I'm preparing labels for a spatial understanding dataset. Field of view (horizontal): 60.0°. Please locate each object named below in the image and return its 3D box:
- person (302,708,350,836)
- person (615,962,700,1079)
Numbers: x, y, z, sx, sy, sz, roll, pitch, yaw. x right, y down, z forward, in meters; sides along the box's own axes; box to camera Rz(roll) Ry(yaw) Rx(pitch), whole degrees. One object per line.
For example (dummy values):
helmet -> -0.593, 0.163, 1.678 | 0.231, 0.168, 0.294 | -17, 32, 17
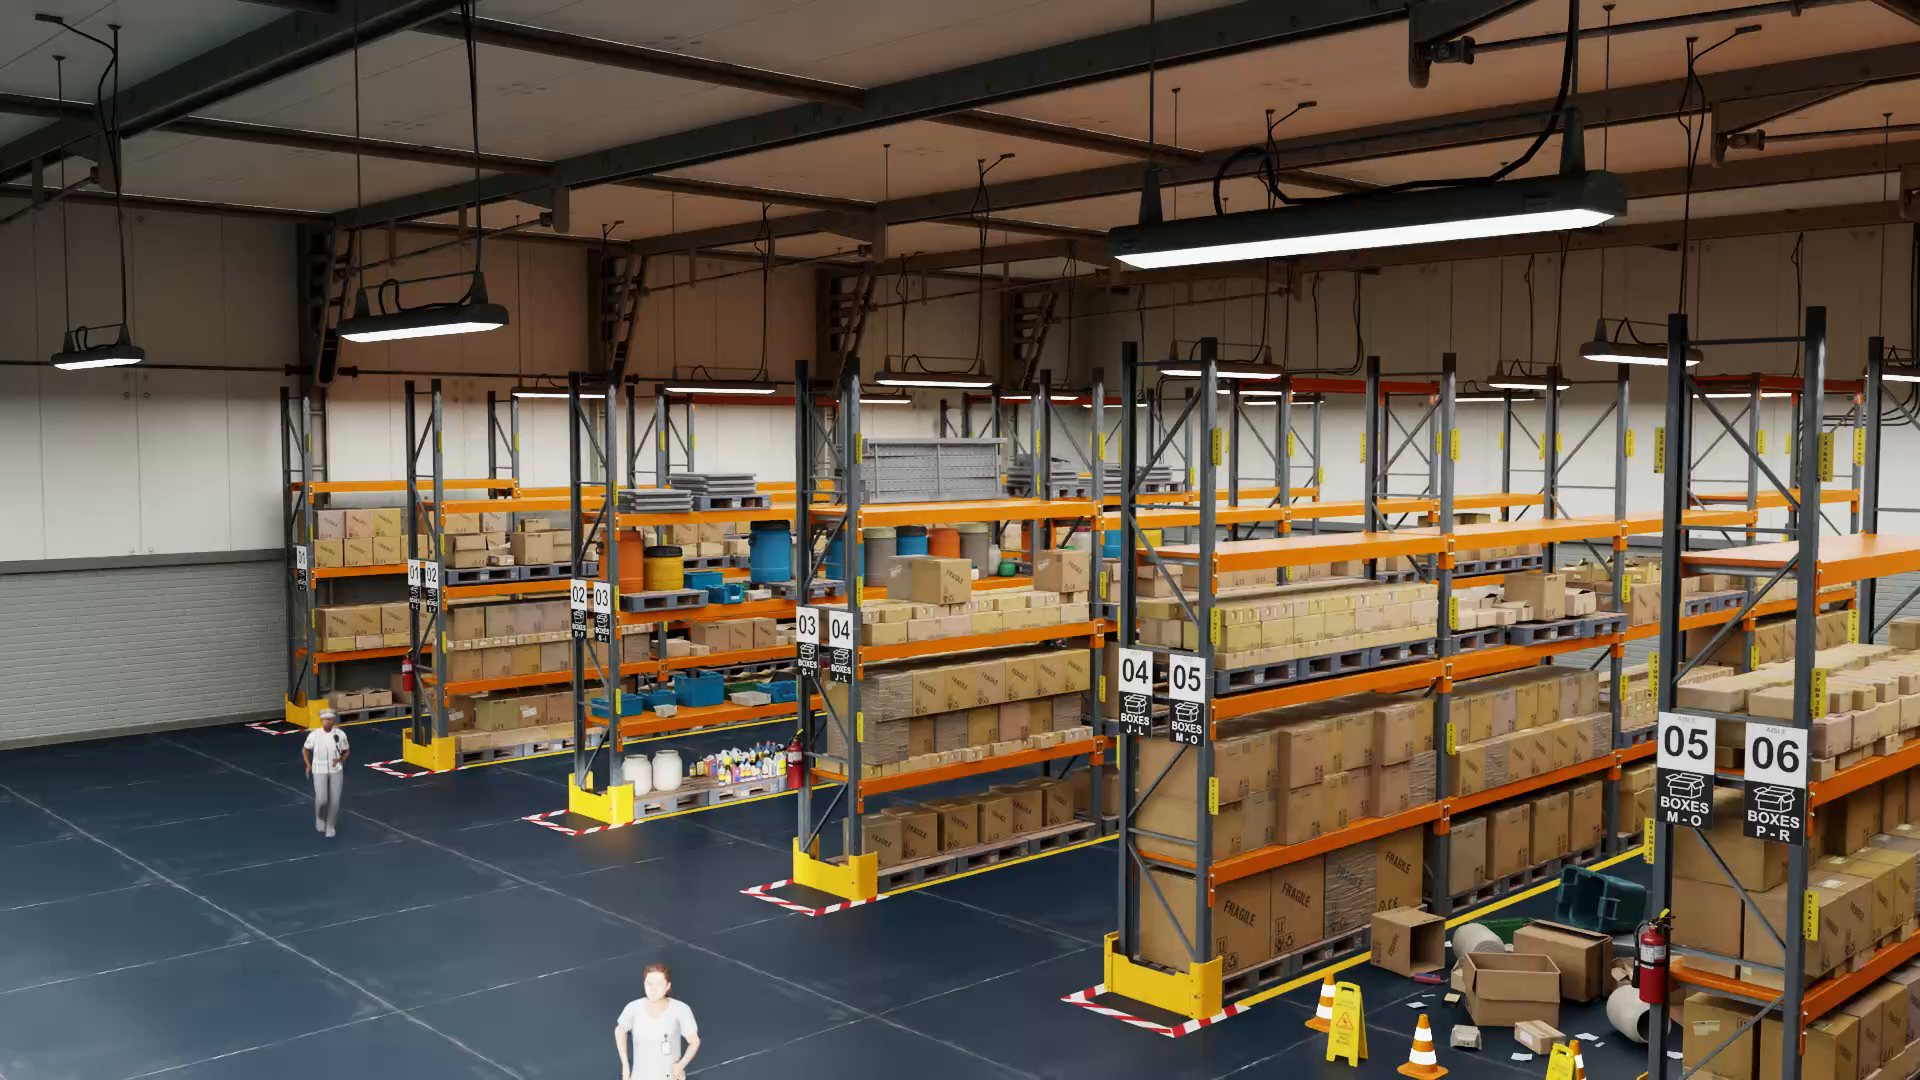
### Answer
person -> -8.073, 2.972, 21.223 | 0.560, 1.659, 0.576 | -2, 4, -25
person -> -2.018, 3.631, 11.077 | 0.573, 1.637, 0.568 | 0, 4, -7
